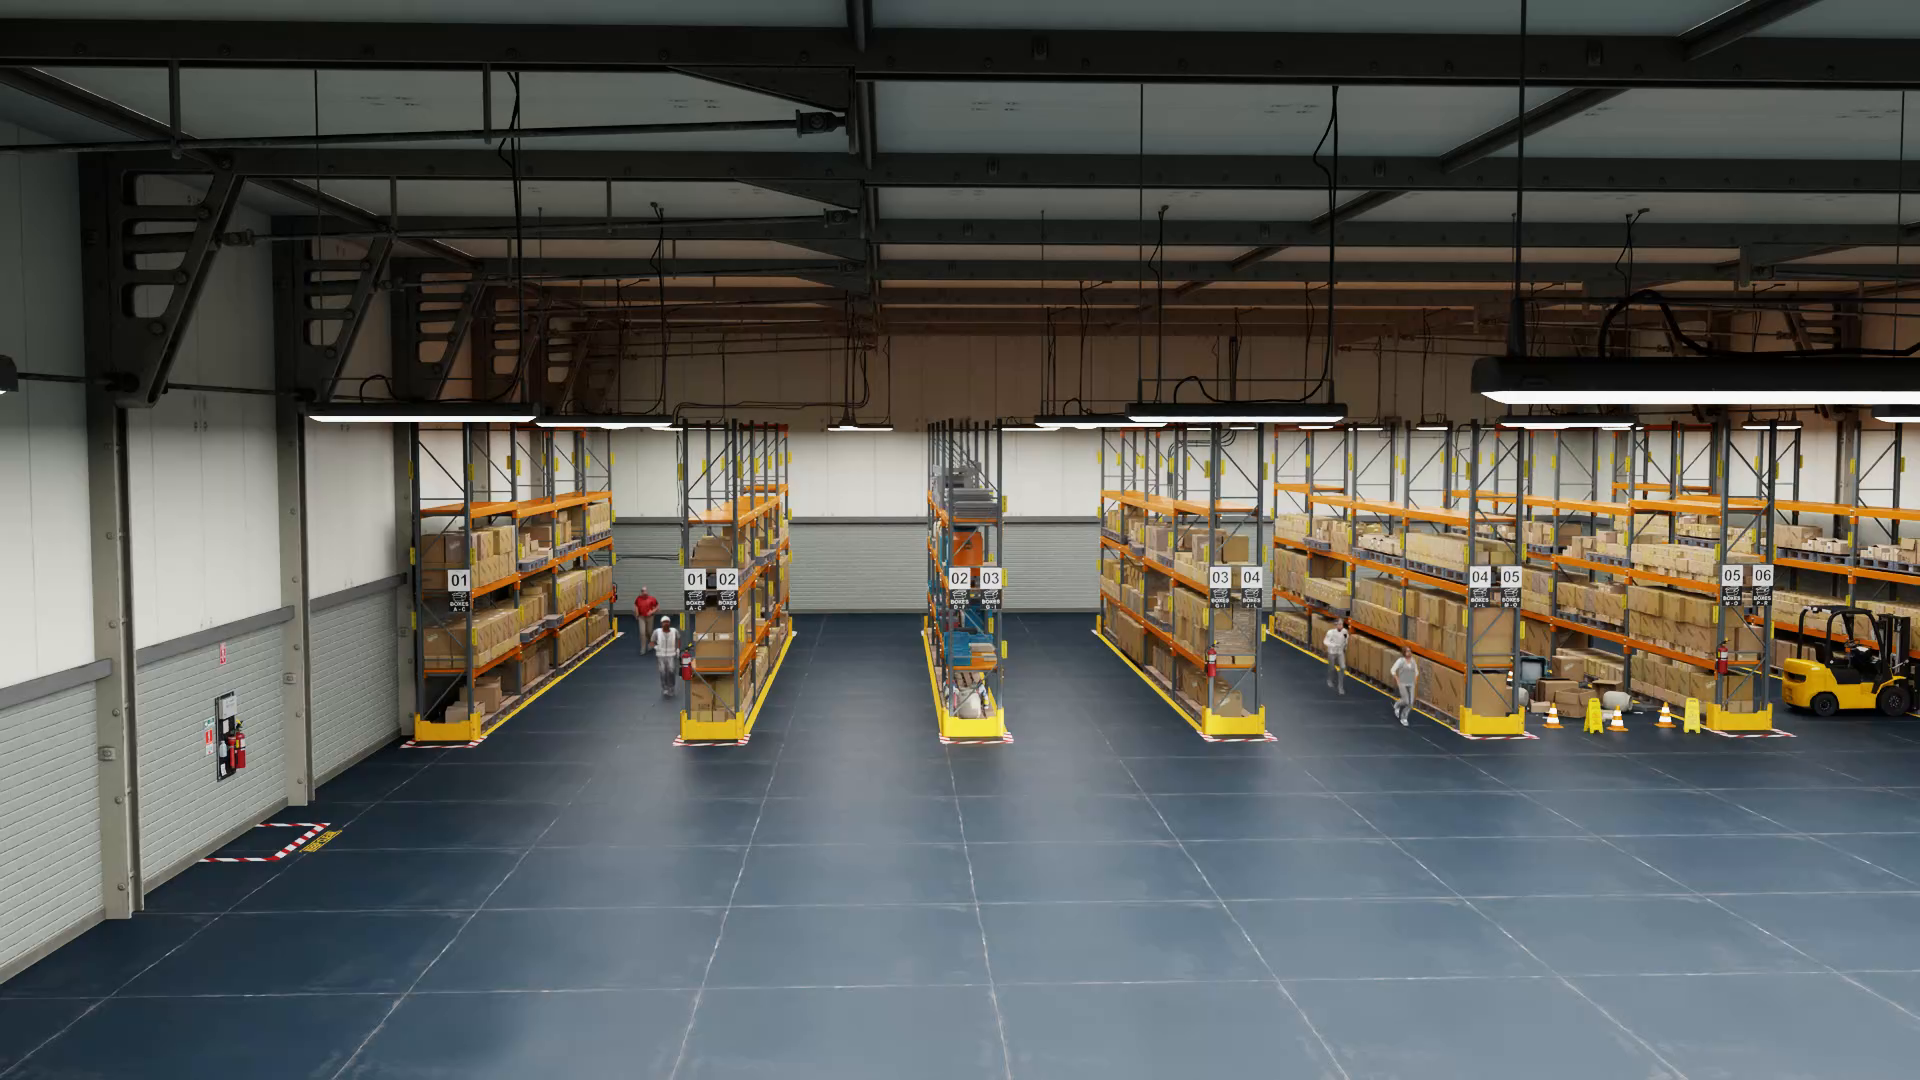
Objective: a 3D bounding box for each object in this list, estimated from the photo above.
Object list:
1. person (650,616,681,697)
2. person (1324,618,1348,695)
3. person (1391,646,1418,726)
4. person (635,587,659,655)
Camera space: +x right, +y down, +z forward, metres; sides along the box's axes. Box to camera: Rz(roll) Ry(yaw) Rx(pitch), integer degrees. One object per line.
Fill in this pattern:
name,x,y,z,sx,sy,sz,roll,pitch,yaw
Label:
person,-6.379,2.534,36.059,0.682,1.770,0.651,-1,4,-10
person,8.317,2.543,36.827,0.612,1.695,0.992,0,4,-2
person,8.776,2.865,32.725,0.536,1.566,0.533,-1,4,-10
person,-8.142,2.072,43.213,0.653,1.728,0.912,0,4,-2
